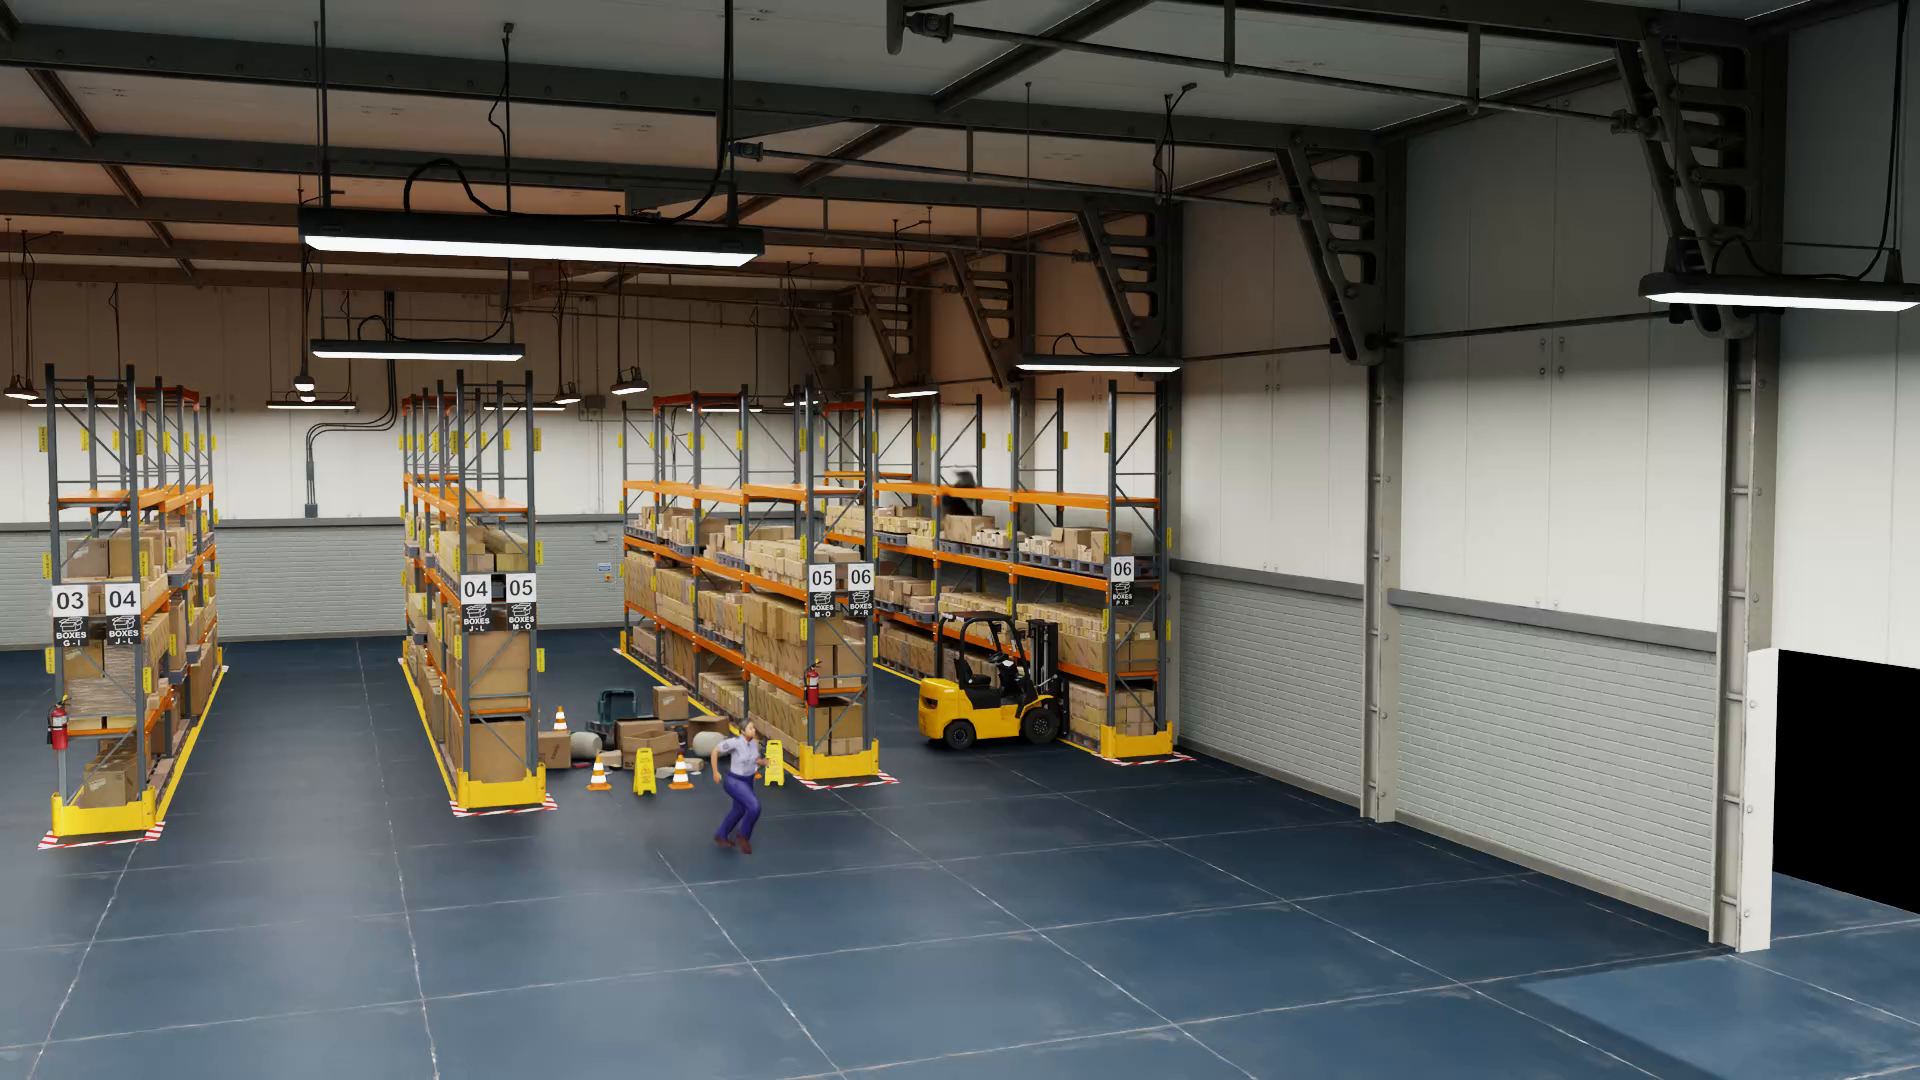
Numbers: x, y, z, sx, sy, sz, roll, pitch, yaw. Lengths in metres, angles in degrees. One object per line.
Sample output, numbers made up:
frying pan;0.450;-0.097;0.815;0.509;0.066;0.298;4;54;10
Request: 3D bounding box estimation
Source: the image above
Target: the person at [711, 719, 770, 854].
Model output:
person;-2.687;3.000;20.292;0.796;1.644;0.630;2;4;27
